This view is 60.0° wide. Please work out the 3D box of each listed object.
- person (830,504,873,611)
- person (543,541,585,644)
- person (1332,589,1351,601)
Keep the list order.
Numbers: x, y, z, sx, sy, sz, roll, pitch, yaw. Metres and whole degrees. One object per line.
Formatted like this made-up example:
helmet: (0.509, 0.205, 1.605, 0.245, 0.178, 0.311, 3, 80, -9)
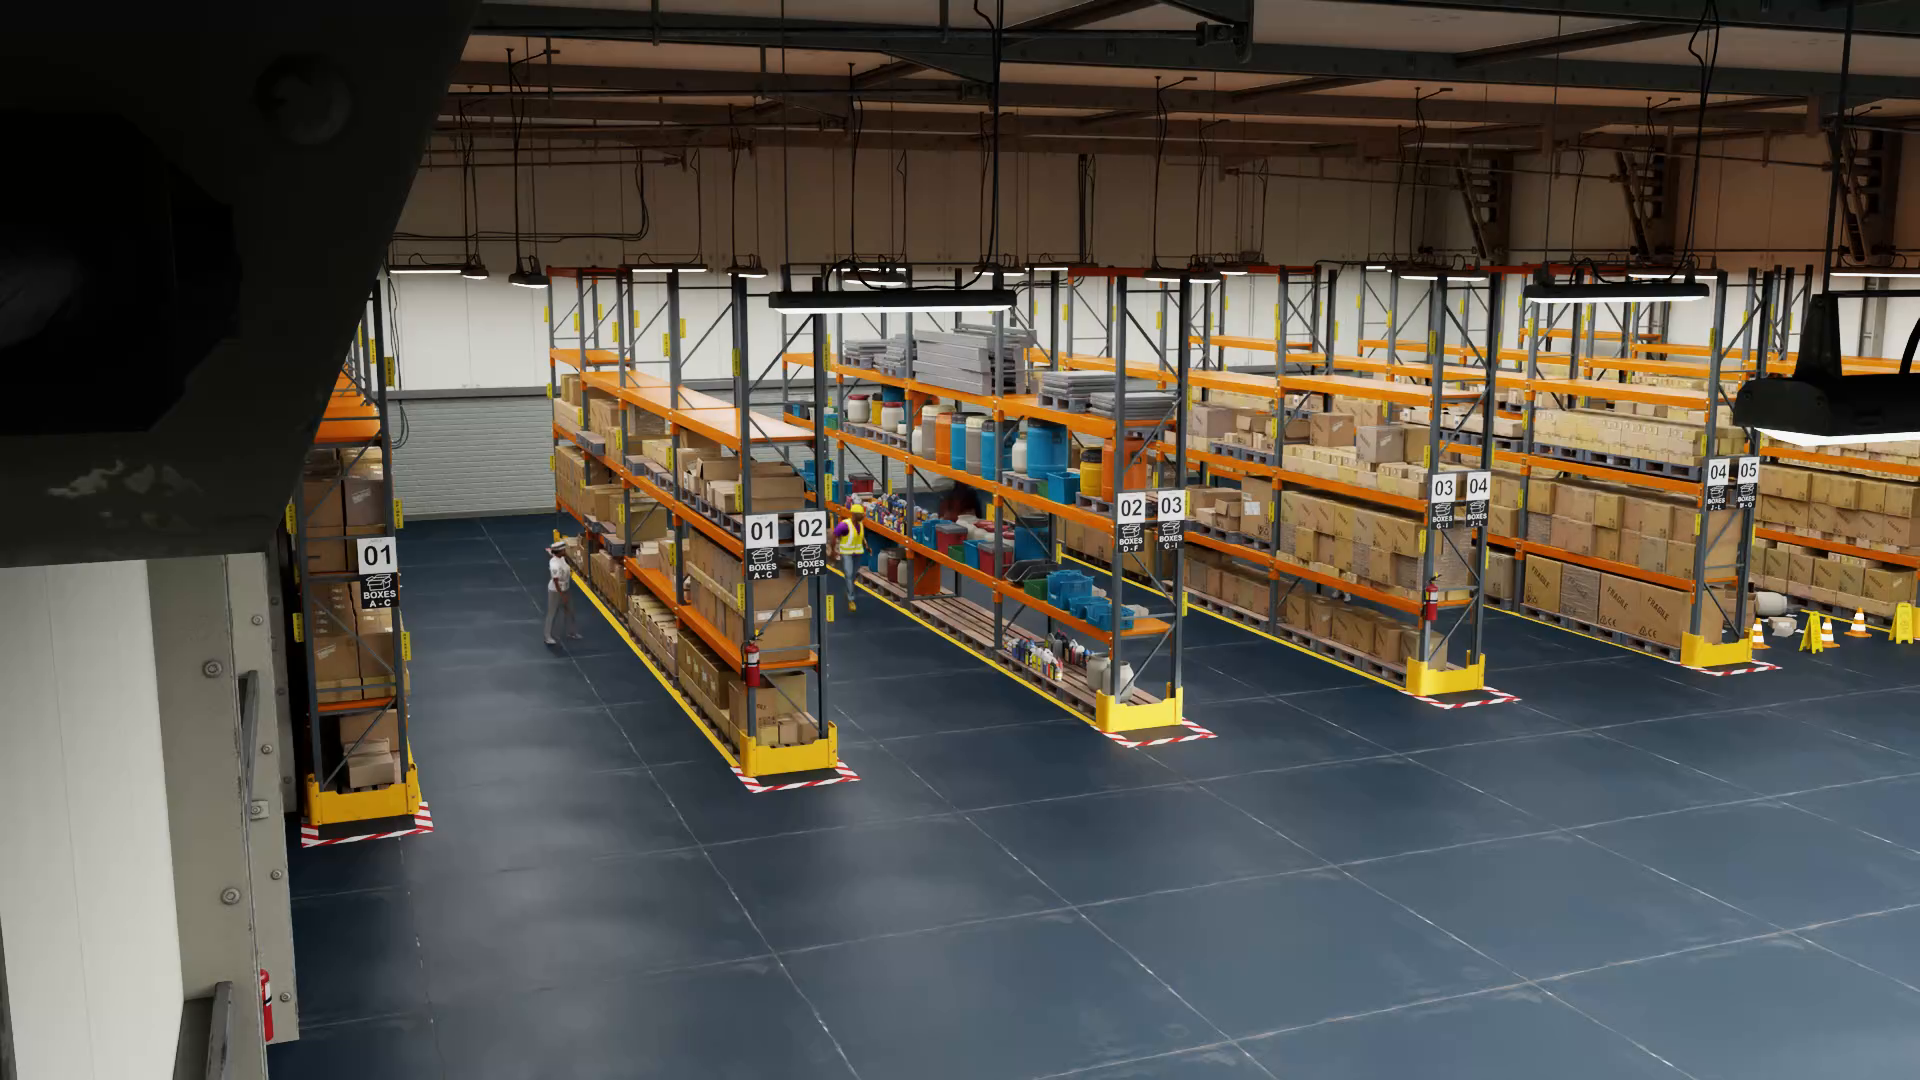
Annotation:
person: (-1.878, 0.260, 28.600, 0.725, 1.773, 0.935, -3, 10, -19)
person: (-6.509, 0.849, 27.123, 0.514, 1.704, 0.647, 2, 10, 13)
person: (7.039, 0.271, 30.349, 0.551, 1.687, 0.448, 7, 12, 34)
